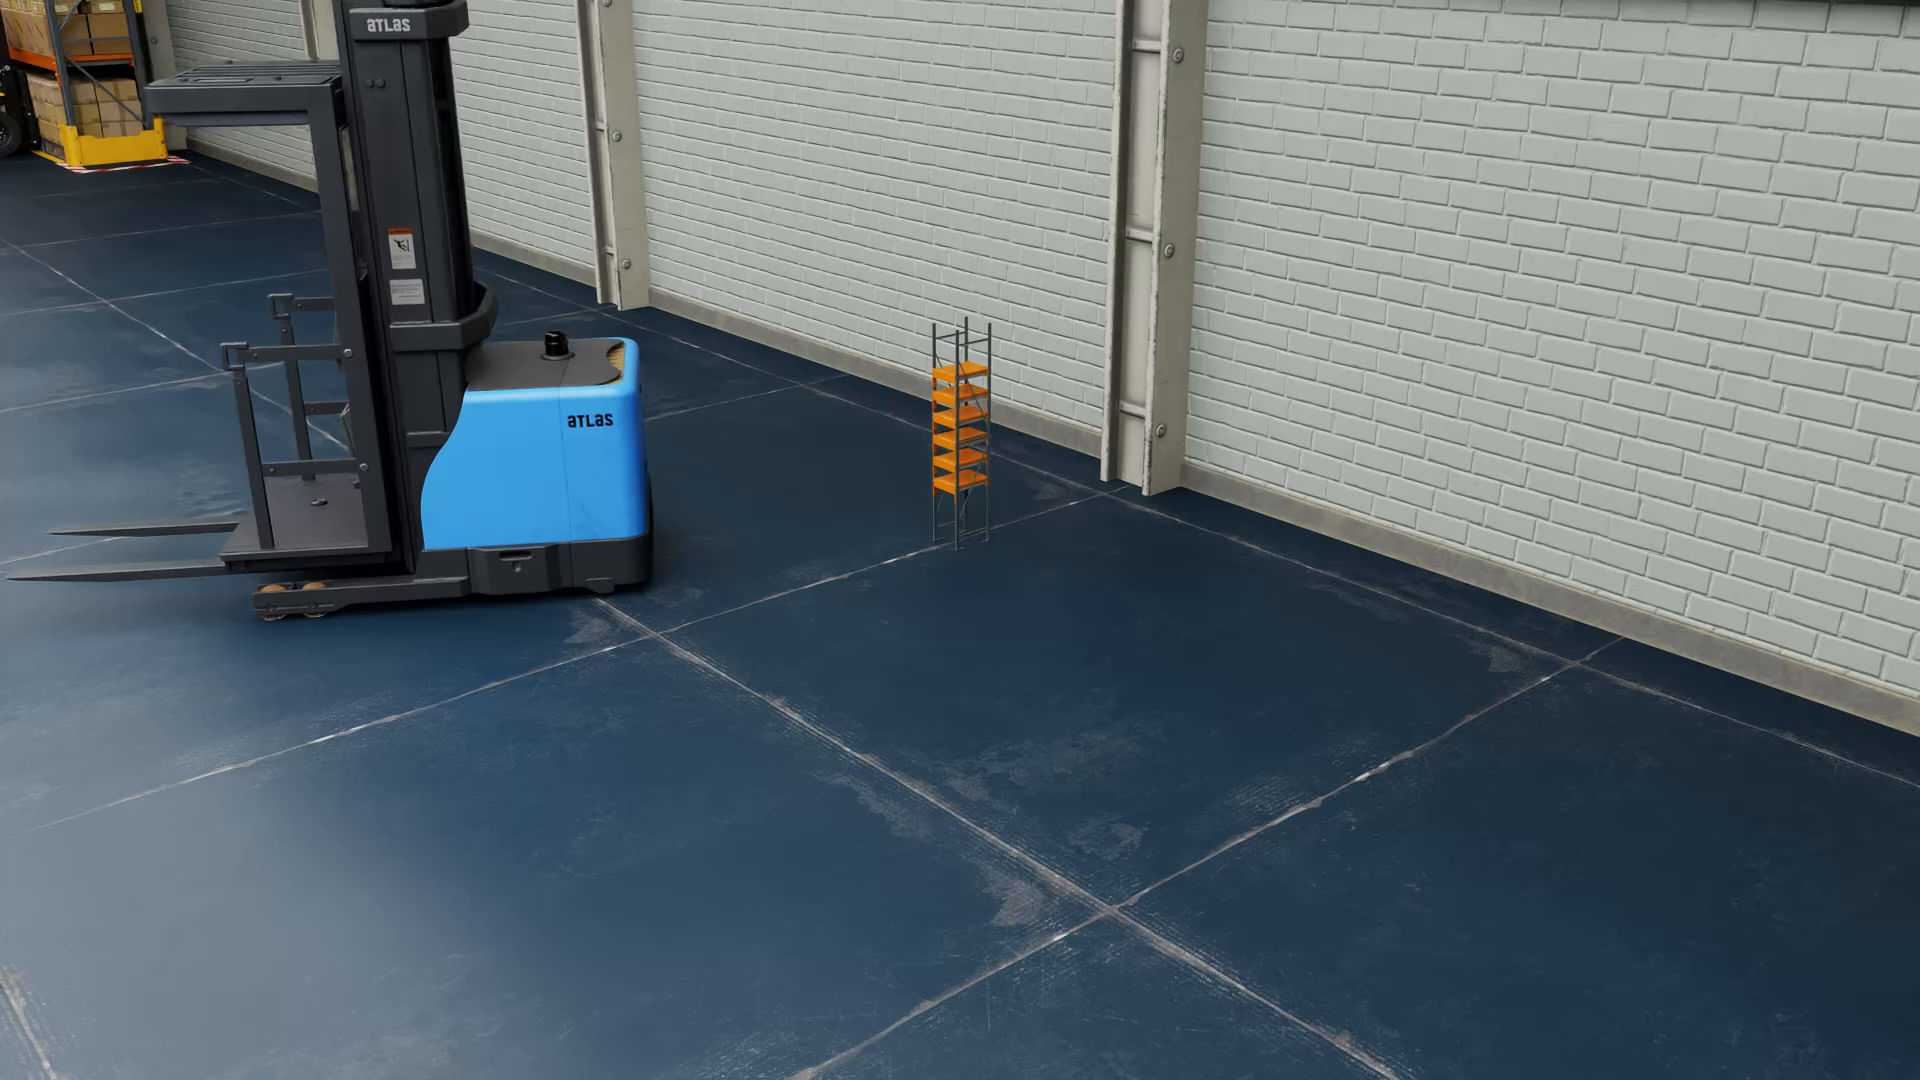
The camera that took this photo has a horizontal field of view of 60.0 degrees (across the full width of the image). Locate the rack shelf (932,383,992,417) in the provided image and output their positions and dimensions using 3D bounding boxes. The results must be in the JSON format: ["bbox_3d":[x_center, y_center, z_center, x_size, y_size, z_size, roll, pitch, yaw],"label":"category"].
[{"bbox_3d":[0.009,-0.737,8.684,0.258,0.103,0.180,-17,27,-37],"label":"rack shelf"}]

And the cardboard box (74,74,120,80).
[{"bbox_3d":[-11.399,-6.004,22.023,0.500,0.250,0.500,-17,27,-37],"label":"cardboard box"}]

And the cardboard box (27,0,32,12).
[{"bbox_3d":[-11.804,-6.906,21.478,0.380,0.149,0.250,-18,27,-38],"label":"cardboard box"}]

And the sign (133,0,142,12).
[{"bbox_3d":[-10.476,-6.878,21.137,0.100,0.325,0.005,-17,27,-37],"label":"sign"}]

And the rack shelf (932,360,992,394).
[{"bbox_3d":[0.009,-0.849,8.640,0.258,0.103,0.180,-17,27,-37],"label":"rack shelf"}]

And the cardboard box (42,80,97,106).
[{"bbox_3d":[-11.437,-5.742,21.354,0.500,0.250,0.500,-16,27,-36],"label":"cardboard box"}]

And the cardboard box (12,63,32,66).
[{"bbox_3d":[-13.433,-6.585,23.508,0.500,0.250,0.500,-18,28,-38],"label":"cardboard box"}]

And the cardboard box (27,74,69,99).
[{"bbox_3d":[-12.112,-6.018,22.060,0.500,0.250,0.500,-17,27,-37],"label":"cardboard box"}]

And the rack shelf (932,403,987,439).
[{"bbox_3d":[0.009,-0.625,8.727,0.258,0.103,0.180,-17,27,-37],"label":"rack shelf"}]

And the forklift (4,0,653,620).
[{"bbox_3d":[-3.109,-1.186,7.992,3.031,2.935,1.130,-3,22,-9],"label":"forklift"}]

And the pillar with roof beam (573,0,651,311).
[{"bbox_3d":[-6.100,-5.168,9.839,9.100,9.000,0.400,-17,27,-37],"label":"pillar with roof beam"}]

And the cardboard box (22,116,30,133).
[{"bbox_3d":[-12.439,-5.696,22.608,0.500,0.250,0.500,-16,27,-36],"label":"cardboard box"}]

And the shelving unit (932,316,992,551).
[{"bbox_3d":[0.009,-0.555,8.755,0.258,1.200,0.189,-17,27,-37],"label":"shelving unit"}]

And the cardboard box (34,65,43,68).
[{"bbox_3d":[-12.701,-6.567,23.462,0.500,0.250,0.500,-18,28,-38],"label":"cardboard box"}]

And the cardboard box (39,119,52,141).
[{"bbox_3d":[-11.763,-5.417,21.897,0.500,0.250,0.500,-17,27,-37],"label":"cardboard box"}]

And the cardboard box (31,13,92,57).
[{"bbox_3d":[-11.420,-6.428,21.145,0.500,0.500,0.500,-18,28,-39],"label":"cardboard box"}]

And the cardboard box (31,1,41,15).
[{"bbox_3d":[-11.528,-6.749,21.076,0.380,0.149,0.250,-17,27,-37],"label":"cardboard box"}]

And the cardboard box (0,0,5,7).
[{"bbox_3d":[-12.688,-7.250,22.356,0.380,0.149,0.250,-19,28,-39],"label":"cardboard box"}]

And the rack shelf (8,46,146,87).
[{"bbox_3d":[-12.205,-6.525,22.518,1.077,0.370,4.000,-17,27,-37],"label":"rack shelf"}]

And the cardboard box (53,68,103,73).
[{"bbox_3d":[-12.047,-6.288,22.748,0.500,0.250,0.500,-18,28,-38],"label":"cardboard box"}]

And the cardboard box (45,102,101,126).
[{"bbox_3d":[-11.455,-5.516,21.463,0.500,0.250,0.500,-18,28,-38],"label":"cardboard box"}]

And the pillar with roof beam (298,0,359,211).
[{"bbox_3d":[-10.017,-6.826,14.072,9.100,9.000,0.400,-17,27,-37],"label":"pillar with roof beam"}]

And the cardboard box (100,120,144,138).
[{"bbox_3d":[-11.072,-5.405,21.866,0.500,0.250,0.500,-17,27,-37],"label":"cardboard box"}]

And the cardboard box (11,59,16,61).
[{"bbox_3d":[-14.853,-7.068,25.596,0.875,0.625,0.625,-19,28,-40],"label":"cardboard box"}]

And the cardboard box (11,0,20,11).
[{"bbox_3d":[-12.194,-7.034,21.804,0.380,0.149,0.250,-17,27,-37],"label":"cardboard box"}]

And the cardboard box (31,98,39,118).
[{"bbox_3d":[-12.127,-5.795,22.175,0.500,0.250,0.500,-18,28,-39],"label":"cardboard box"}]

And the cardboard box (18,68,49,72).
[{"bbox_3d":[-12.773,-6.307,22.797,0.500,0.250,0.500,-16,27,-36],"label":"cardboard box"}]

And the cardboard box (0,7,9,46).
[{"bbox_3d":[-12.735,-6.995,22.594,0.500,0.500,0.500,-18,28,-38],"label":"cardboard box"}]

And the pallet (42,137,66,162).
[{"bbox_3d":[-11.431,-5.211,21.998,1.003,0.211,1.213,-17,27,-37],"label":"pallet"}]

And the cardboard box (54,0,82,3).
[{"bbox_3d":[-11.293,-6.844,20.910,0.380,0.149,0.250,-17,27,-37],"label":"cardboard box"}]

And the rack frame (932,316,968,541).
[{"bbox_3d":[-0.050,-0.580,8.820,0.240,1.200,0.006,-17,27,-37],"label":"rack frame"}]

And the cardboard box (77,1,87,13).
[{"bbox_3d":[-11.134,-6.865,21.372,0.380,0.149,0.250,-17,27,-37],"label":"cardboard box"}]

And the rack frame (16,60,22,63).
[{"bbox_3d":[-13.511,-7.413,23.797,1.000,3.000,0.127,-17,27,-37],"label":"rack frame"}]

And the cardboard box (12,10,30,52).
[{"bbox_3d":[-12.087,-6.715,21.878,0.500,0.500,0.500,-18,28,-38],"label":"cardboard box"}]
